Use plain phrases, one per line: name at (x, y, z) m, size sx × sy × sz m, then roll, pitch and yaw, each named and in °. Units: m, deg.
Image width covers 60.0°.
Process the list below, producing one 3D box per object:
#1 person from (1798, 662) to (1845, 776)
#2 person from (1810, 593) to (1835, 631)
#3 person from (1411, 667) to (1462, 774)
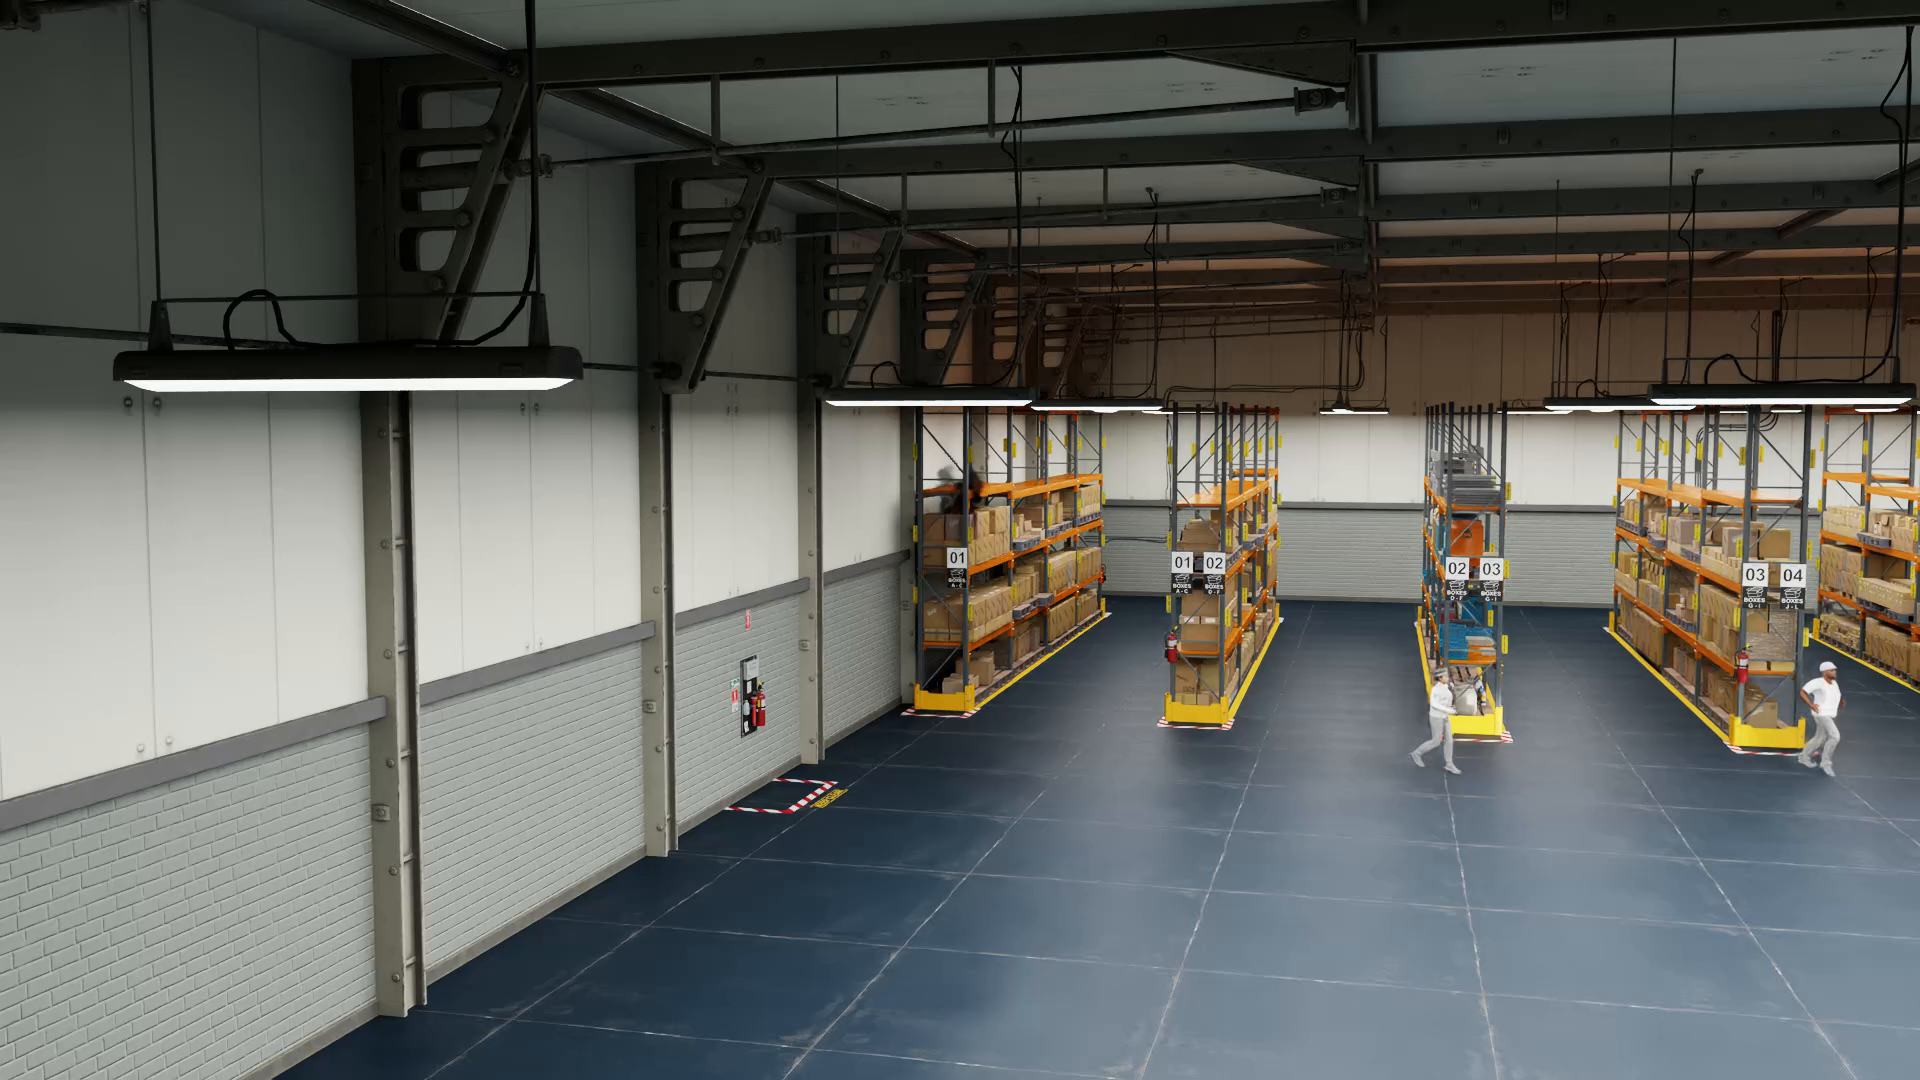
person at (13.936, 2.867, 26.849) m, size 0.728 × 1.822 × 0.664 m, roll -3°, pitch 5°, yaw -36°
person at (23.079, 1.621, 44.391) m, size 0.618 × 1.699 × 0.773 m, roll -4°, pitch 6°, yaw -41°
person at (7.732, 2.895, 26.897) m, size 0.815 × 1.712 × 0.637 m, roll 3°, pitch 5°, yaw 37°
